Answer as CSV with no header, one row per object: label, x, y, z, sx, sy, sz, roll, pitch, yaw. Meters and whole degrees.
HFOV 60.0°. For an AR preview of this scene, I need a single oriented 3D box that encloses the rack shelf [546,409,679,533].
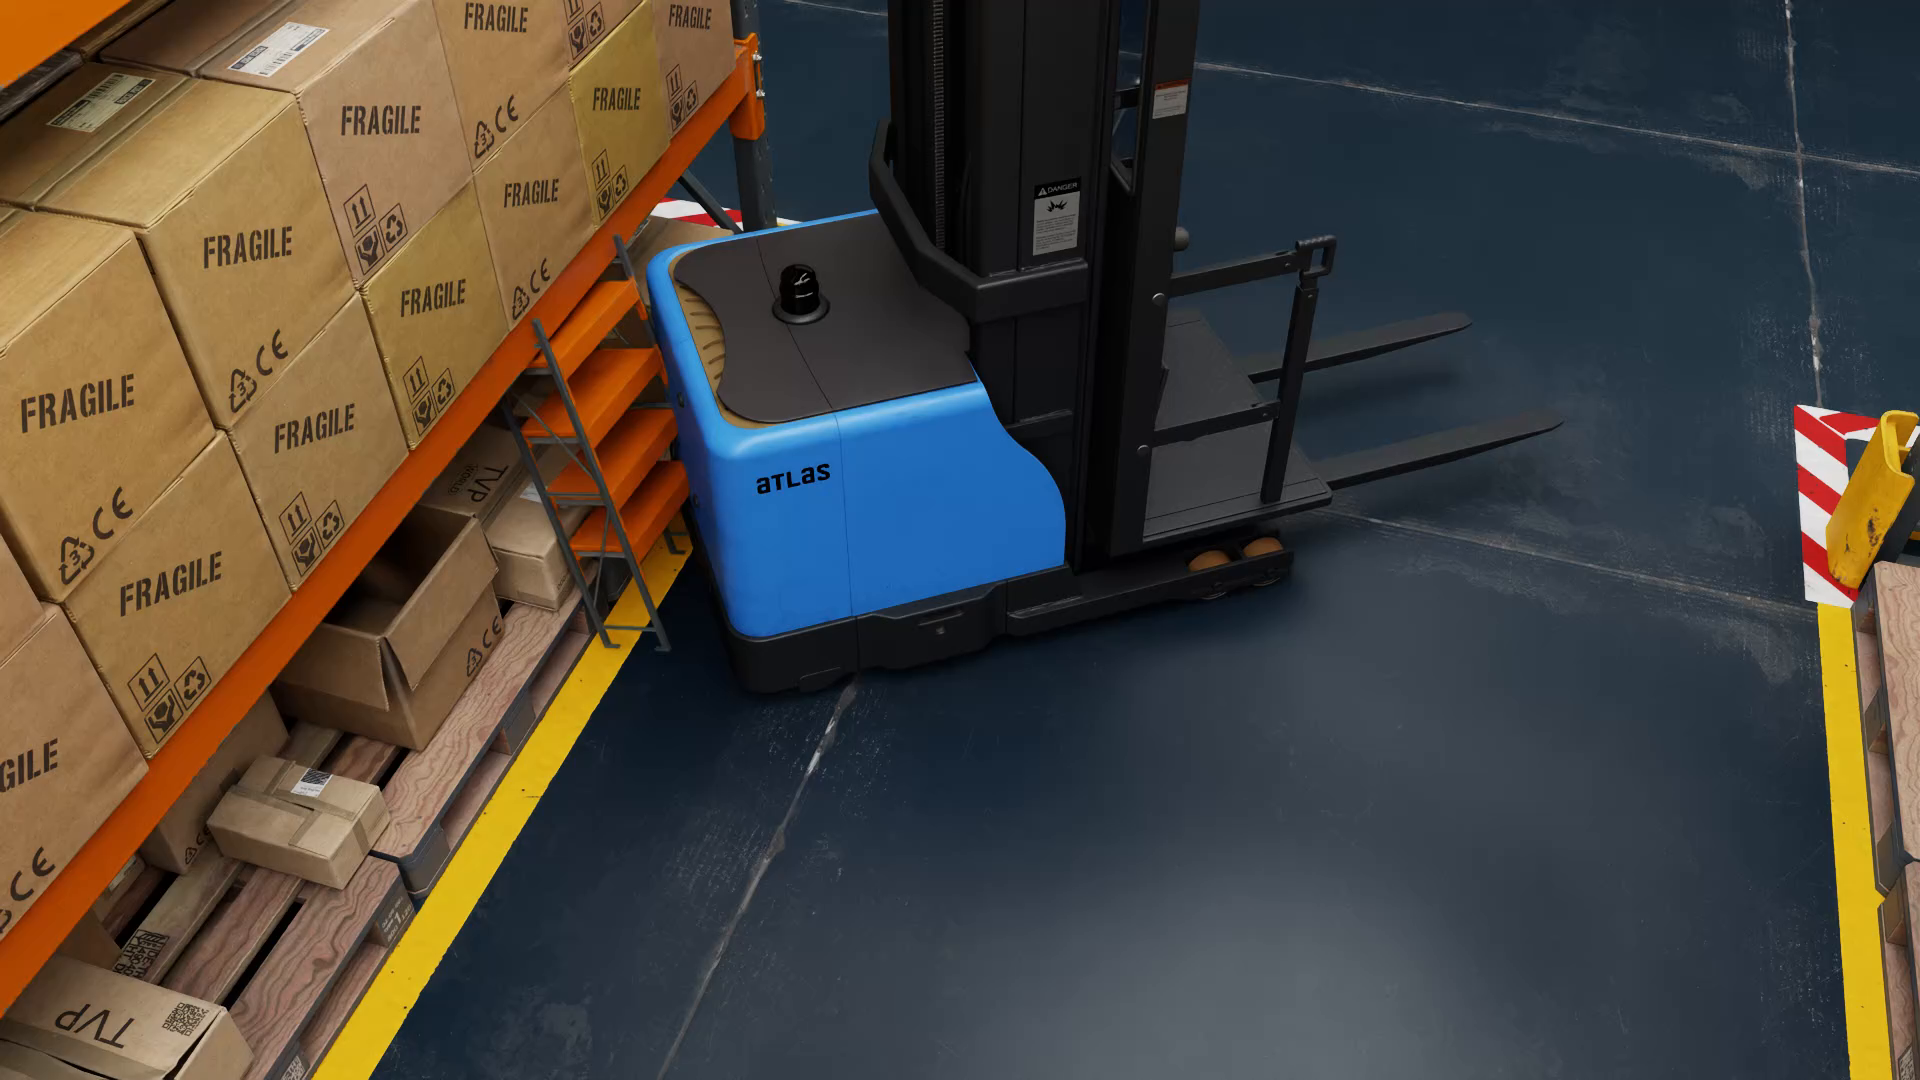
rack shelf,-1.059,-0.227,5.166,0.258,0.148,0.480,2,38,21

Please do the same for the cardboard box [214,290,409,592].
cardboard box,-1.667,-0.274,3.814,0.500,0.500,0.500,12,46,12

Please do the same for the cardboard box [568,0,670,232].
cardboard box,-1.206,-1.280,4.842,0.500,0.500,0.500,13,46,13

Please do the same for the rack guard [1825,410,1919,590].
rack guard,3.539,-0.021,5.414,1.175,0.500,0.348,13,46,13

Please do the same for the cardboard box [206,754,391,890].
cardboard box,-1.801,0.762,4.538,0.380,0.166,0.250,13,46,13

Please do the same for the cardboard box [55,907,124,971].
cardboard box,-2.485,1.015,4.041,0.500,0.500,0.500,13,46,13

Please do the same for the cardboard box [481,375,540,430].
cardboard box,-1.762,-0.486,5.754,0.500,0.250,0.500,13,46,13

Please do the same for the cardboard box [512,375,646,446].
cardboard box,-1.314,-0.427,5.752,0.380,0.166,0.250,13,46,13

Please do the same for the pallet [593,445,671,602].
pallet,-1.439,-0.368,5.976,1.003,0.211,1.213,13,46,13

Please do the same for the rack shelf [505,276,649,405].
rack shelf,-1.152,-0.592,4.902,0.258,0.148,0.480,2,38,21

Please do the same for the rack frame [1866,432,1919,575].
rack frame,3.544,-0.896,4.521,1.000,3.000,0.127,13,46,13

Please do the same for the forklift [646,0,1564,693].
forklift,0.591,-1.188,4.868,3.031,2.935,1.130,-13,46,-13

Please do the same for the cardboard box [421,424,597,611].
cardboard box,-1.422,-0.080,5.339,0.500,0.250,0.500,13,46,13

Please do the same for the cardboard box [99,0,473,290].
cardboard box,-1.509,-0.960,3.800,0.500,0.500,0.500,14,46,14

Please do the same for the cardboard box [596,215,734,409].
cardboard box,-1.106,-0.797,5.892,0.500,0.500,0.500,13,46,13

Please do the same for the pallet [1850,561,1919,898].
pallet,3.257,0.642,4.943,1.003,0.211,1.213,13,46,13

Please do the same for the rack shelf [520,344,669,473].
rack shelf,-1.104,-0.404,5.038,0.258,0.148,0.480,2,38,21

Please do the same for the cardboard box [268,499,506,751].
cardboard box,-1.823,0.200,4.871,0.797,0.503,0.637,13,46,13

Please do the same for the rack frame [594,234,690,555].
rack frame,-0.998,-0.428,5.306,0.240,1.200,0.015,2,38,21

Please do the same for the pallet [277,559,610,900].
pallet,-1.811,0.442,5.147,1.003,0.211,1.213,13,46,13

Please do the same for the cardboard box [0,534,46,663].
cardboard box,-1.976,0.071,2.746,0.500,0.500,0.500,14,46,14

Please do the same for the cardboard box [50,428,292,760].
cardboard box,-1.821,0.059,3.473,0.500,0.500,0.500,13,46,13

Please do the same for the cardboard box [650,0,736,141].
cardboard box,-1.052,-1.627,5.196,0.500,0.500,0.500,14,46,14

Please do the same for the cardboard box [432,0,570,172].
cardboard box,-1.353,-1.302,4.150,0.500,0.500,0.500,14,46,14

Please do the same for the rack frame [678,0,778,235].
rack frame,-1.176,-1.947,5.595,1.000,3.000,0.127,13,46,13

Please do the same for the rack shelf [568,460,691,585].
rack shelf,-1.019,-0.069,5.280,0.258,0.148,0.480,2,38,21

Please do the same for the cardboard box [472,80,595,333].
cardboard box,-1.362,-0.949,4.504,0.500,0.500,0.500,13,46,13

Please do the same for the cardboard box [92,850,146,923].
cardboard box,-2.428,0.878,4.432,0.380,0.149,0.250,13,46,13

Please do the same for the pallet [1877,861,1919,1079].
pallet,2.886,1.453,4.114,1.003,0.211,1.213,13,46,13

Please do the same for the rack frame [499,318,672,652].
rack frame,-1.147,-0.132,4.949,0.240,1.200,0.015,2,38,21

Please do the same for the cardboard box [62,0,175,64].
cardboard box,-2.022,-1.079,3.922,0.500,0.500,0.500,12,46,12

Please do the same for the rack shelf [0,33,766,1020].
rack shelf,-1.781,-0.357,4.485,1.077,0.370,4.000,13,46,13

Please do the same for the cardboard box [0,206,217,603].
cardboard box,-1.820,-0.273,3.098,0.500,0.500,0.500,11,45,11

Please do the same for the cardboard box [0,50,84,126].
cardboard box,-2.175,-0.744,3.579,0.500,0.500,0.500,13,46,13

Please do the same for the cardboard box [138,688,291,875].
cardboard box,-2.258,0.583,4.618,0.500,0.311,0.500,13,46,13

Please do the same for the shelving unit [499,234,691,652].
shelving unit,-1.073,-0.280,5.128,0.258,1.200,0.503,2,38,21

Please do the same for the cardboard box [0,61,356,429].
cardboard box,-1.664,-0.615,3.448,0.500,0.500,0.500,11,46,11

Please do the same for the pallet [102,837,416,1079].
pallet,-2.178,1.258,4.314,1.003,0.211,1.213,13,46,13

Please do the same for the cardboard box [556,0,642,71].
cardboard box,-1.201,-1.649,4.504,0.500,0.500,0.500,14,46,14

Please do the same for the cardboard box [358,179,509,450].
cardboard box,-1.515,-0.613,4.160,0.500,0.500,0.500,12,46,12

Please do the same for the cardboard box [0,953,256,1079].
cardboard box,-2.054,1.289,3.896,0.500,0.311,0.500,13,46,13

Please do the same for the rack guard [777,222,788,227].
rack guard,-1.199,-1.003,6.418,1.175,0.500,0.348,13,46,13

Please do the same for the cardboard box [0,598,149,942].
cardboard box,-1.973,0.401,3.124,0.500,0.500,0.500,14,46,14
